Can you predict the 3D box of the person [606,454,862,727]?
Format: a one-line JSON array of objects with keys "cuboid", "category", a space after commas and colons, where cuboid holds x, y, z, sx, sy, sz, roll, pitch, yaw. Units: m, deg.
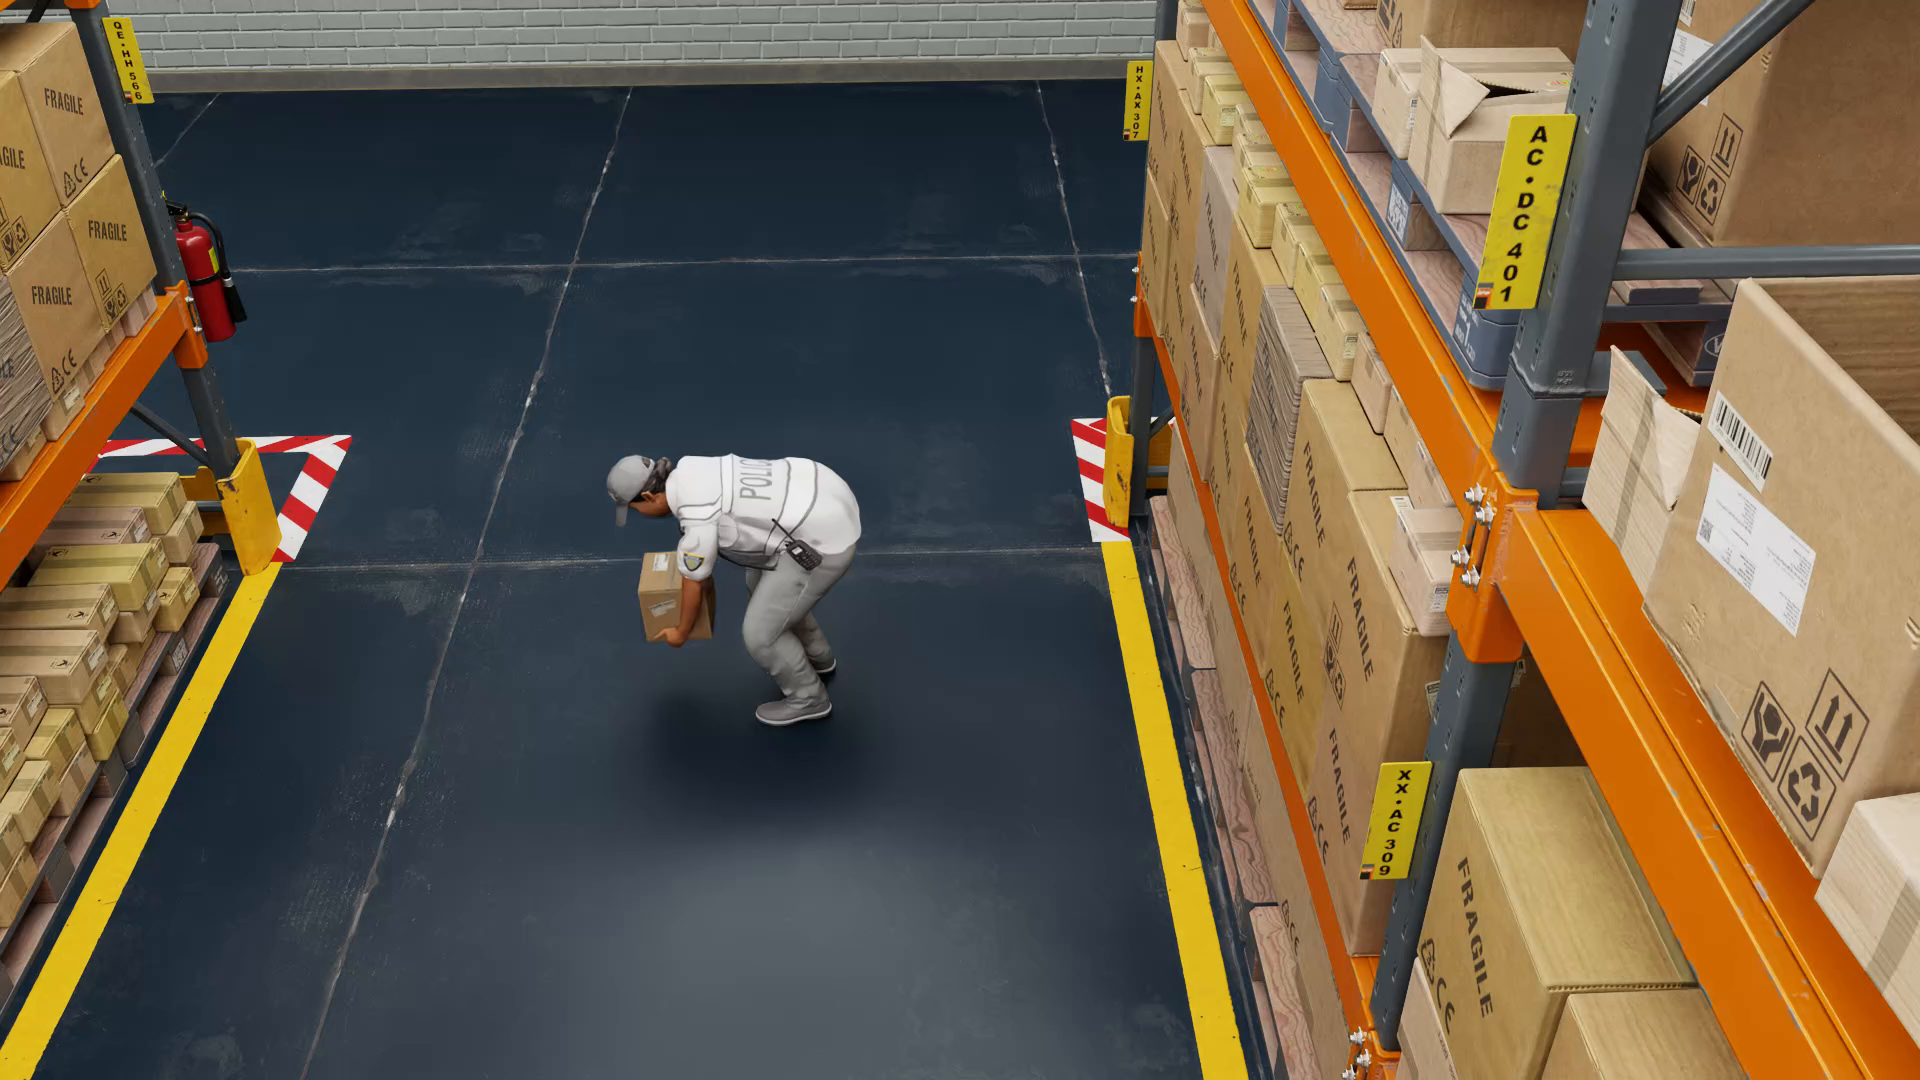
[{"cuboid": [-0.832, 0.155, 6.372, 0.920, 1.153, 0.492, -3, 36, -4], "category": "person"}]
